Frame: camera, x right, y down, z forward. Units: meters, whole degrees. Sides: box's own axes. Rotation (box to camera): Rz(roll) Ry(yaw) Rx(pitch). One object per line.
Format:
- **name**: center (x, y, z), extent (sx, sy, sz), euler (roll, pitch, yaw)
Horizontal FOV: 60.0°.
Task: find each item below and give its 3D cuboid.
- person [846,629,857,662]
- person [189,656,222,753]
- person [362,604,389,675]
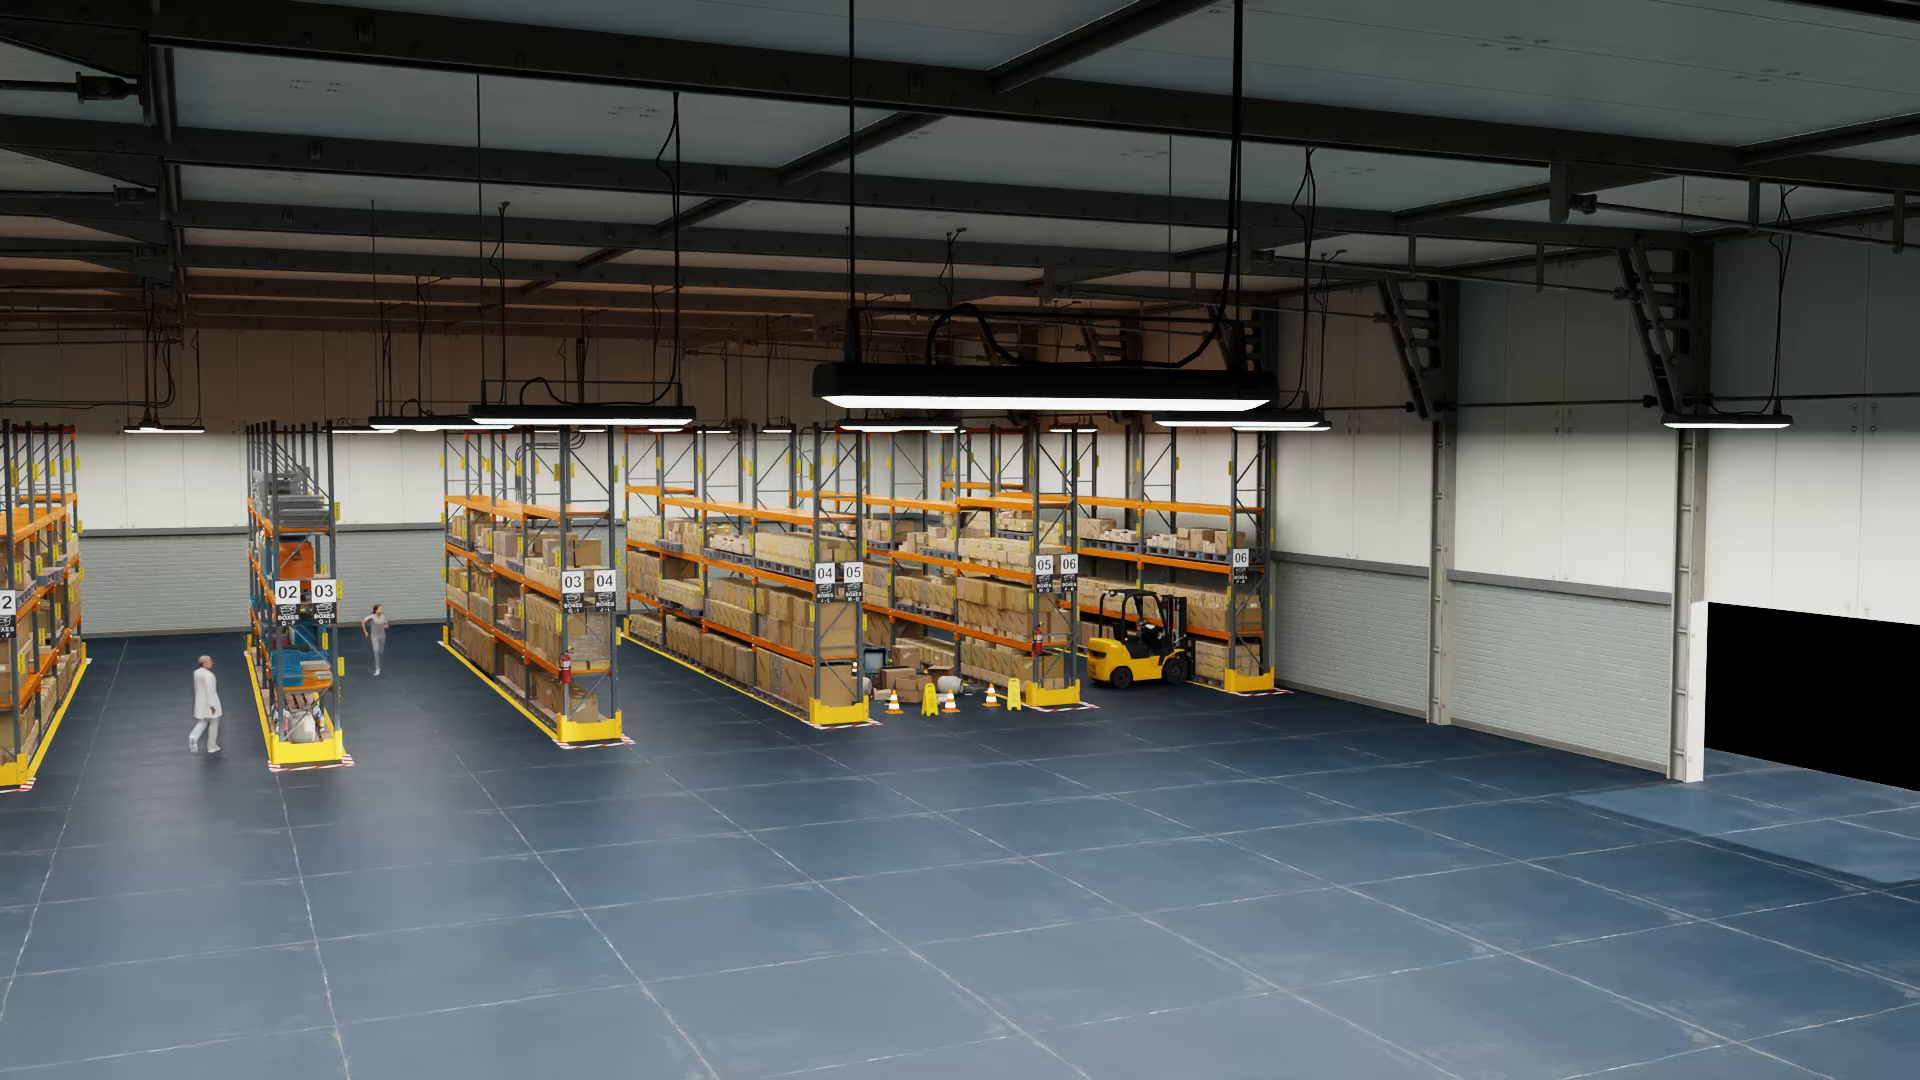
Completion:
- **person**: center (-2.756, 2.253, 42.041), extent (0.514, 1.674, 0.339), euler (3, 5, 43)
- **person**: center (-13.583, 2.959, 29.867), extent (0.530, 1.764, 0.778), euler (1, 4, 8)
- **person**: center (-14.045, 2.363, 40.006), extent (0.620, 1.644, 0.997), euler (-2, 4, -27)
